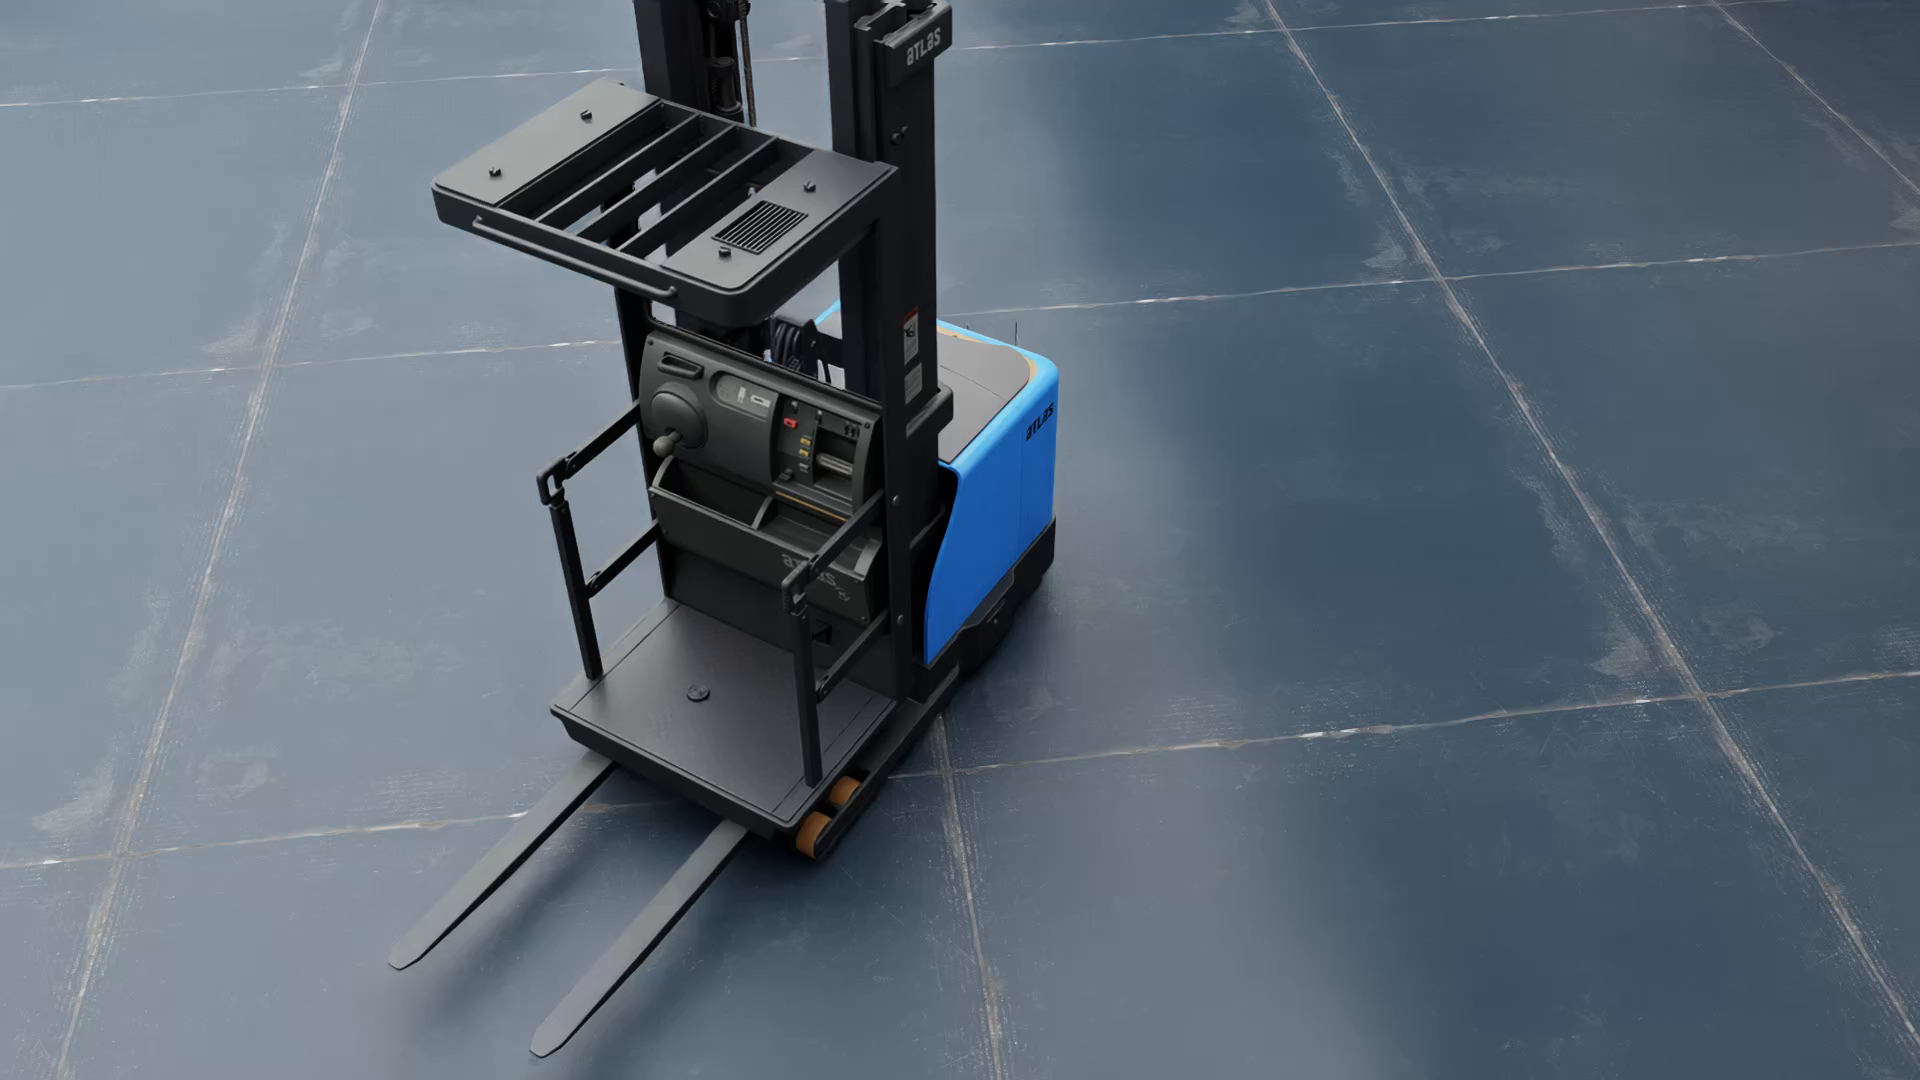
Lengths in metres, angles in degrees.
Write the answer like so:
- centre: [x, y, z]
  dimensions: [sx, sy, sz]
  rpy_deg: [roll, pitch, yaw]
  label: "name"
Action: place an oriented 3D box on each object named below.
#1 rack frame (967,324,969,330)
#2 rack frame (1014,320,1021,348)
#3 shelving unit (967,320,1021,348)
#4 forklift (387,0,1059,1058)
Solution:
- centre: [0.049, -0.484, 7.115]
  dimensions: [0.006, 0.900, 0.240]
  rpy_deg: [-6, 42, -6]
  label: "rack frame"
- centre: [0.250, -0.504, 7.137]
  dimensions: [0.006, 0.900, 0.240]
  rpy_deg: [-6, 42, -6]
  label: "rack frame"
- centre: [0.149, -0.494, 7.126]
  dimensions: [0.210, 0.900, 0.258]
  rpy_deg: [-6, 42, -6]
  label: "shelving unit"
- centre: [-0.794, -0.304, 5.398]
  dimensions: [1.130, 2.935, 3.031]
  rpy_deg: [22, 46, 23]
  label: "forklift"
